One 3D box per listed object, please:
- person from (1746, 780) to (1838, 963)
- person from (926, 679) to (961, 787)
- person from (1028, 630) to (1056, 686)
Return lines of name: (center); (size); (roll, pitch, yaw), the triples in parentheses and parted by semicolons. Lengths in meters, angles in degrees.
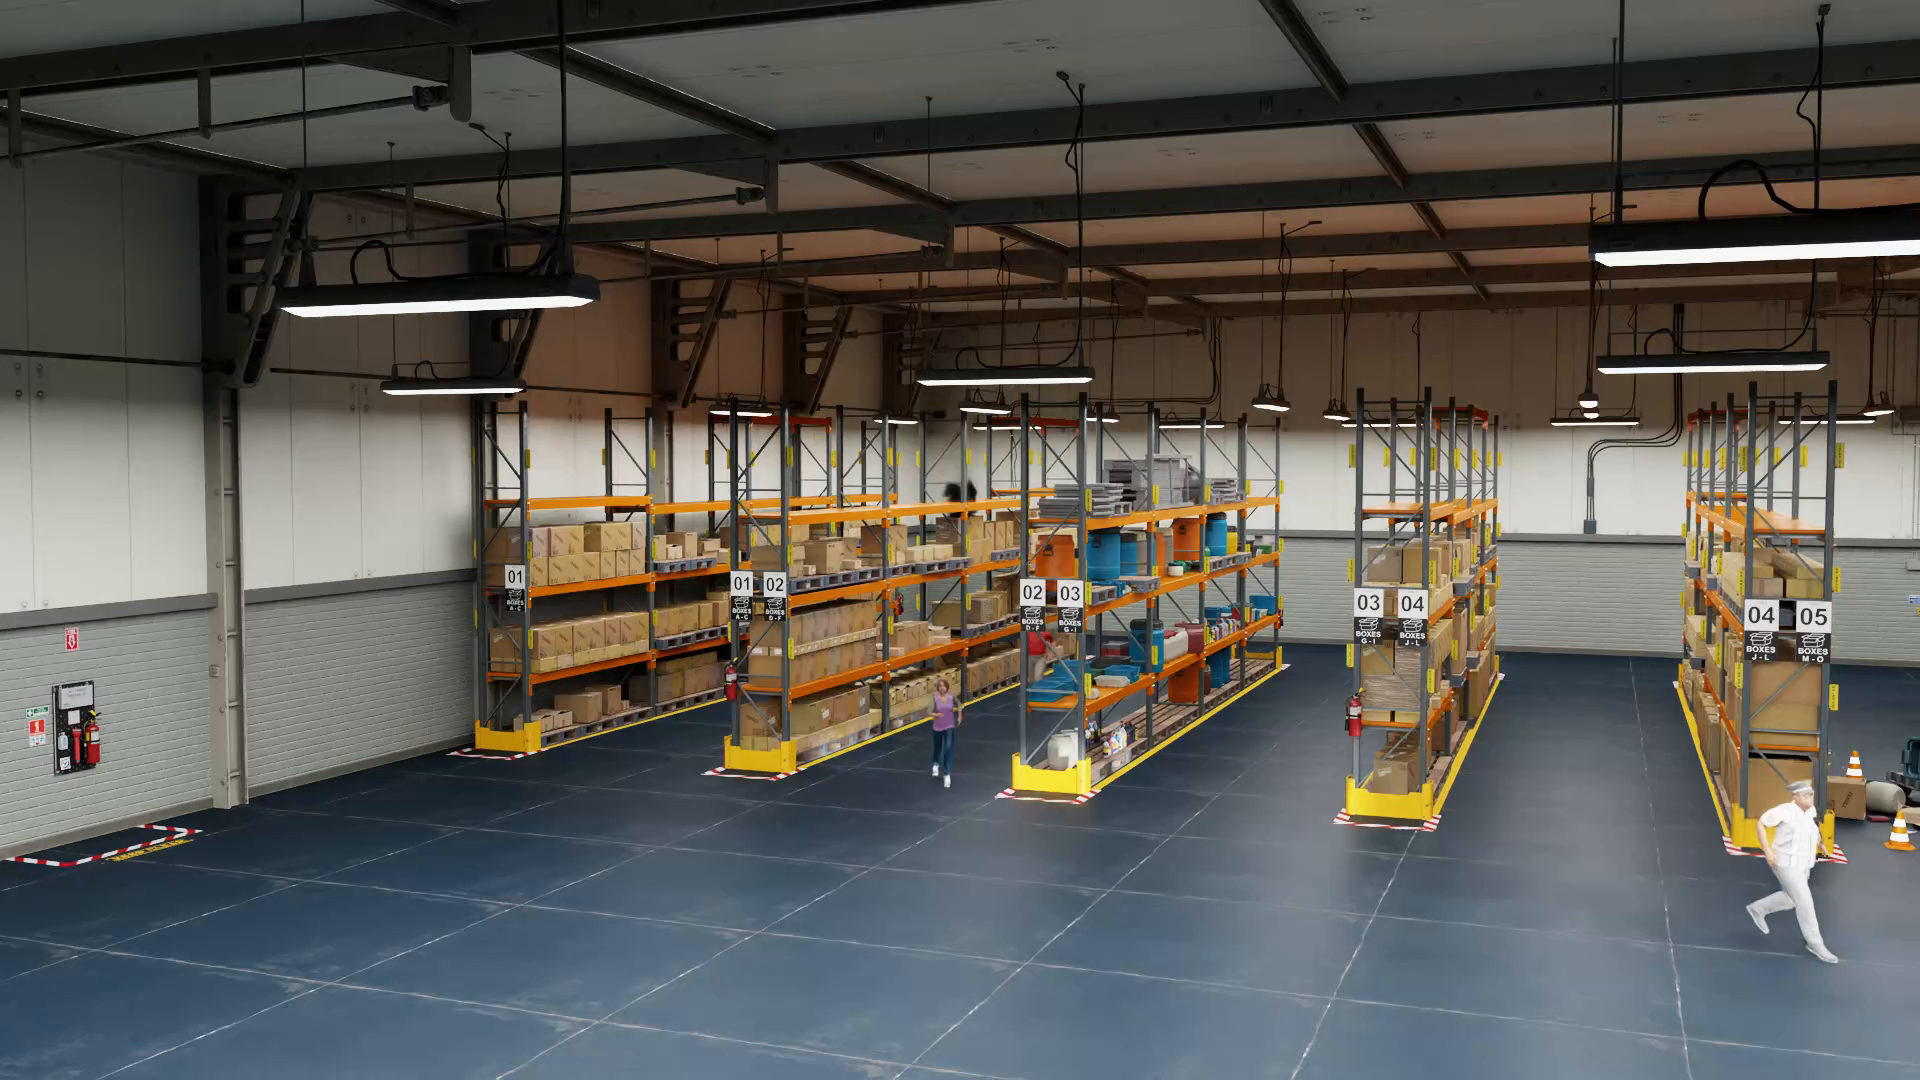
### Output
person: (8.469, 3.298, 16.912); (0.686, 1.789, 0.988); (-1, 3, -28)
person: (-0.249, 2.947, 25.750); (0.550, 1.628, 0.845); (0, 3, -2)
person: (1.470, 2.320, 31.945); (0.678, 1.676, 0.917); (1, 3, 13)
